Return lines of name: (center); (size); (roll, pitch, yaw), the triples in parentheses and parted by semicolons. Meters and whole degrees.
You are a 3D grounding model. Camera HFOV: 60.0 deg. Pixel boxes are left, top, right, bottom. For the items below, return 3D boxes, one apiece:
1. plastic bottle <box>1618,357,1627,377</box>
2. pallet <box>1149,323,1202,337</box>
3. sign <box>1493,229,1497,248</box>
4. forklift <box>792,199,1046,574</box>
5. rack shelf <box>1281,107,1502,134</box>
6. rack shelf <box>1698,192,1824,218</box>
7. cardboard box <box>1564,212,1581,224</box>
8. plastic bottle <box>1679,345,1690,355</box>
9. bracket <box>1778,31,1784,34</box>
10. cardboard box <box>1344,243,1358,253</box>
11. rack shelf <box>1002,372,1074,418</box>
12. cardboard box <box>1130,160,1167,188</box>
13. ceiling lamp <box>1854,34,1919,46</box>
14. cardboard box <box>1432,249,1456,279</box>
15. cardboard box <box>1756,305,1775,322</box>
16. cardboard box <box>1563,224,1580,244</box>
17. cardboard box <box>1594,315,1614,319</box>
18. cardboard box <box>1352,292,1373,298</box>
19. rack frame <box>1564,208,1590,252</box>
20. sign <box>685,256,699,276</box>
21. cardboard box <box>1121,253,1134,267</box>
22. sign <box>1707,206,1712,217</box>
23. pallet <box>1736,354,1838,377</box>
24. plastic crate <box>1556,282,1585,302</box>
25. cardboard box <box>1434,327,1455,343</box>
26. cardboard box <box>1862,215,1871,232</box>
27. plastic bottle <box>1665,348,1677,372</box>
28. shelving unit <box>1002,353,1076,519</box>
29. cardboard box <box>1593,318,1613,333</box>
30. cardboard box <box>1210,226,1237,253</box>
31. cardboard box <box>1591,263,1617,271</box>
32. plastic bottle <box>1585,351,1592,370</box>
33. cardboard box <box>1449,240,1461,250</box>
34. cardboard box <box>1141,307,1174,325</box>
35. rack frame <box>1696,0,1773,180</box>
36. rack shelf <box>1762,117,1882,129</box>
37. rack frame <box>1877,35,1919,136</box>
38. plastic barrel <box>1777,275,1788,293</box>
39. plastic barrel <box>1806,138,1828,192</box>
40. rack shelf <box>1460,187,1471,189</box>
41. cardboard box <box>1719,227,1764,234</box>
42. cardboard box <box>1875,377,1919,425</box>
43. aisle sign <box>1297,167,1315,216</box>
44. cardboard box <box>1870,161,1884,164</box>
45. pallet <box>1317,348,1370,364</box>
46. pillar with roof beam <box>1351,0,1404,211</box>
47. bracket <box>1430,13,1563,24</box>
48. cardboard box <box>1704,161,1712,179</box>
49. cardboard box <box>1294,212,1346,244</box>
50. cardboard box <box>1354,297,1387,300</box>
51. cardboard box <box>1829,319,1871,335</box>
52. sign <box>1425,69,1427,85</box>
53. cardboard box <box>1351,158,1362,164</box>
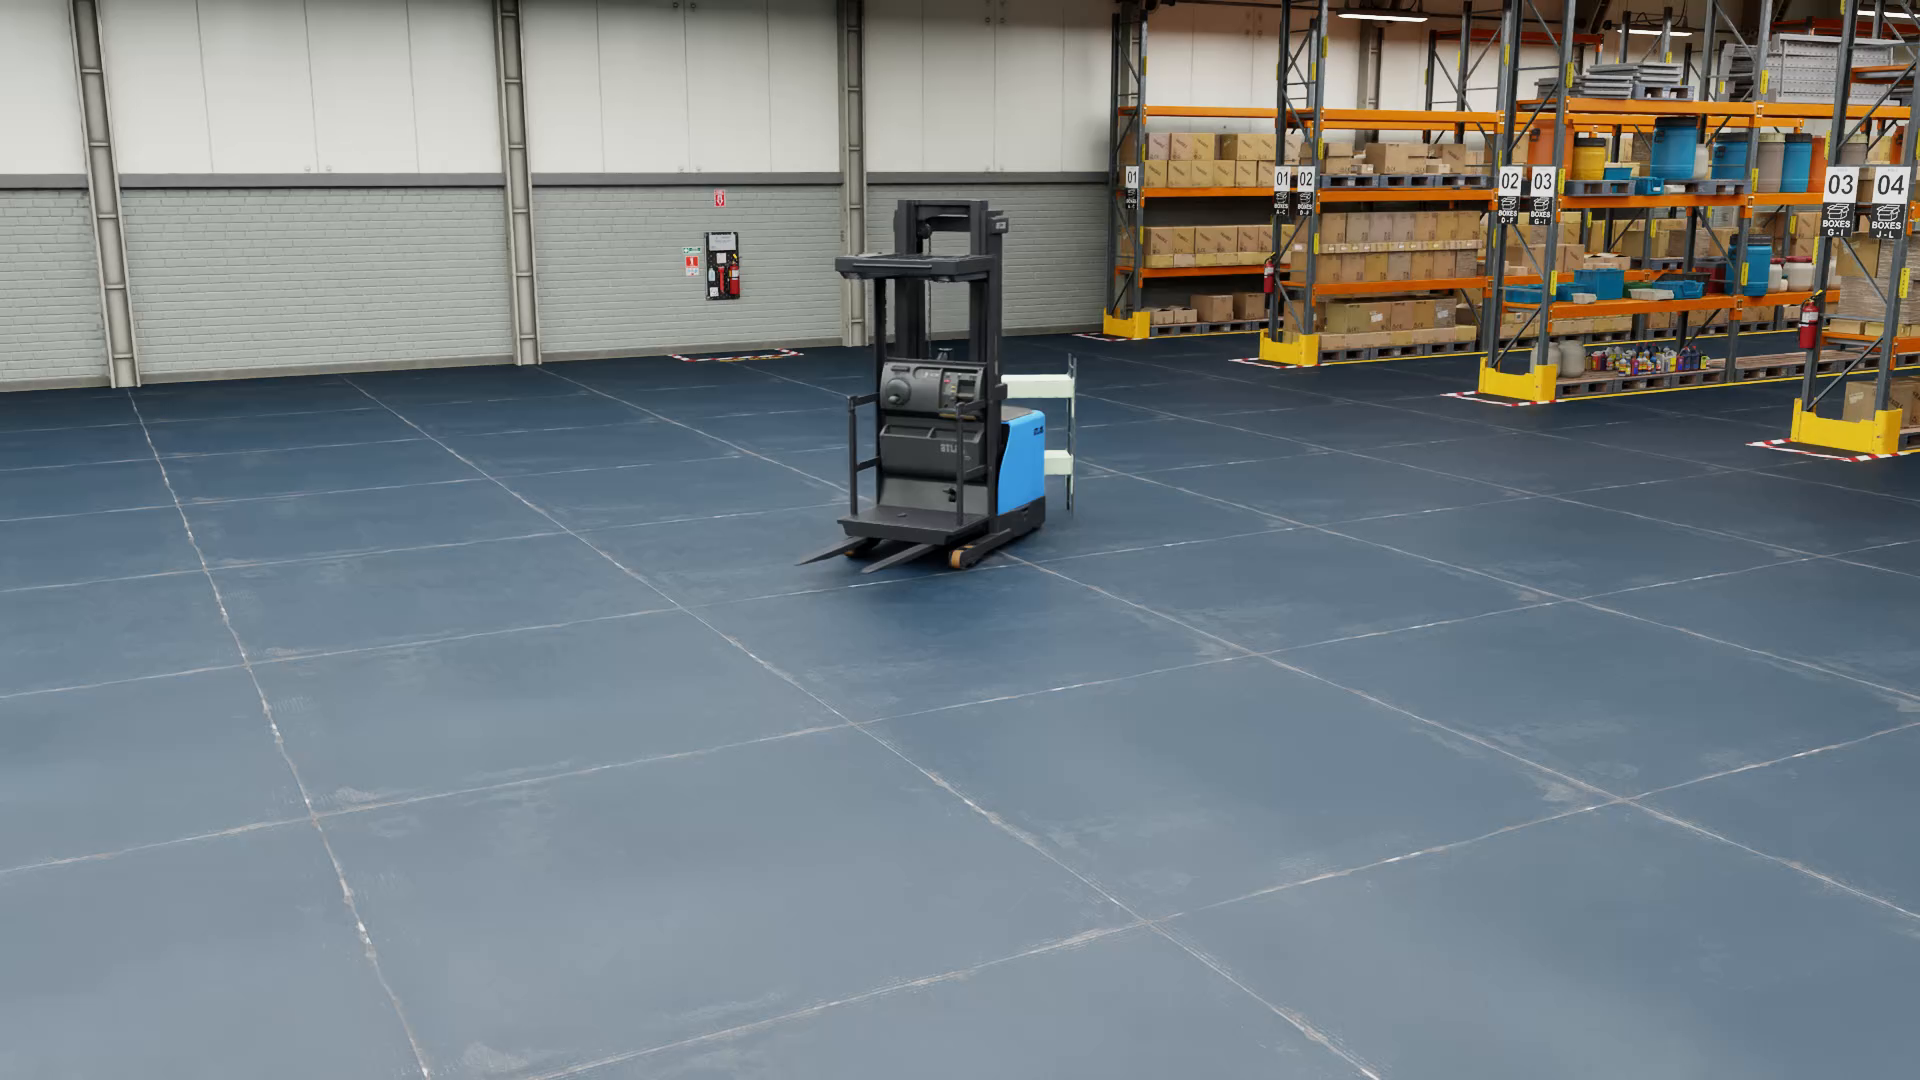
plastic bottle: (9.637, -2.519, 24.183); (0.097, 0.271, 0.097); (0, 13, 0)
pallet: (3.946, -4.140, 32.525); (1.213, 0.211, 1.003); (-7, 14, -28)
sign: (9.304, -5.235, 28.886); (0.005, 0.325, 0.100); (-7, 14, -28)
forklift: (-0.328, -1.296, 13.692); (1.130, 2.935, 3.031); (6, 14, 25)
rack shelf: (7.281, -7.051, 27.993); (4.000, 0.370, 1.077); (-7, 14, -28)
rack shelf: (13.162, -5.248, 25.905); (4.000, 0.370, 1.077); (-7, 14, -28)
cardboard box: (13.394, -7.148, 36.878); (0.500, 0.250, 0.500); (-6, 14, -26)
plastic bottle: (10.911, -2.752, 25.039); (0.185, 0.351, 0.144); (-7, 14, -28)
bracket: (19.683, -12.206, 40.152); (0.430, 0.232, 0.235); (-7, 14, -28)
cardboard box: (6.423, -4.879, 27.752); (0.250, 0.149, 0.380); (-7, 14, -28)
rack shelf: (0.672, -1.343, 15.383); (0.720, 0.370, 0.431); (-1, 13, -3)
cardboard box: (3.562, -6.923, 31.434); (0.500, 0.500, 0.500); (-6, 14, -26)
ceiling lamp: (20.759, -12.667, 37.106); (0.800, 3.185, 2.000); (-7, 14, -28)
cardboard box: (8.190, -4.825, 28.988); (0.500, 0.500, 0.700); (-7, 14, -28)
cardboard box: (15.763, -4.610, 32.954); (0.500, 0.500, 0.500); (-7, 14, -28)
cardboard box: (13.397, -6.783, 36.966); (0.500, 0.500, 0.500); (-7, 15, -29)
cardboard box: (11.753, -4.280, 30.824); (0.500, 0.311, 0.500); (-7, 14, -29)
cardboard box: (8.195, -5.021, 34.777); (0.500, 0.500, 0.700); (-7, 14, -27)
rack frame: (13.682, -6.676, 37.444); (0.127, 3.000, 1.000); (-7, 14, -28)
sign: (-4.640, -4.750, 28.801); (0.234, 0.329, 0.001); (-7, 14, -28)
cardboard box: (3.466, -5.437, 32.233); (0.500, 0.250, 0.500); (-7, 14, -27)
sign: (17.441, -7.672, 38.689); (0.005, 0.325, 0.100); (-7, 14, -28)
pallet: (13.150, -2.785, 26.501); (1.213, 0.211, 1.003); (-7, 14, -28)
plastic crate: (8.765, -3.610, 24.156); (0.408, 0.251, 0.499); (-7, 14, -28)
cardboard box: (8.291, -3.602, 29.090); (0.500, 0.250, 0.500); (-7, 14, -28)
cardboard box: (18.415, -6.471, 34.026); (0.500, 0.500, 0.500); (-6, 14, -26)
plastic bottle: (10.528, -2.670, 24.674); (0.185, 0.351, 0.144); (-7, 14, -28)
shelving unit: (0.672, -0.962, 15.469); (0.755, 1.500, 0.431); (-1, 13, -3)
cardboard box: (11.752, -4.008, 30.891); (0.500, 0.250, 0.500); (-7, 14, -29)
cardboard box: (5.054, -5.869, 32.442); (0.500, 0.500, 0.500); (-6, 14, -26)
cardboard box: (11.891, -5.031, 30.704); (0.250, 0.149, 0.380); (-7, 14, -28)
plastic bottle: (9.392, -2.688, 24.905); (0.133, 0.283, 0.061); (-6, 14, -26)
cardboard box: (8.454, -5.122, 28.833); (0.250, 0.149, 0.380); (-7, 15, -30)
cardboard box: (3.799, -4.372, 32.328); (0.500, 0.311, 0.500); (-9, 15, -34)
rack frame: (11.407, -6.852, 24.562); (0.127, 3.000, 1.000); (-7, 14, -28)
rack shelf: (17.814, -8.507, 33.559); (4.000, 0.370, 1.077); (-7, 14, -28)
rack frame: (19.570, -9.070, 34.415); (0.127, 3.000, 1.000); (-7, 14, -28)
plastic barrel: (12.642, -3.968, 25.723); (0.301, 0.262, 0.301); (0, 13, 0)
plastic barrel: (13.519, -5.906, 26.210); (0.708, 0.830, 0.600); (-7, 14, -28)
rack shelf: (11.926, -7.578, 36.258); (4.000, 0.370, 1.077); (-7, 14, -28)
cardboard box: (15.536, -5.969, 33.117); (0.700, 0.500, 0.500); (11, 17, 41)
cardboard box: (11.333, -1.668, 19.924); (0.500, 0.500, 0.500); (-3, 13, -13)
aisle sign: (5.615, -5.662, 27.016); (0.004, 0.787, 0.394); (-7, 14, -28)
cardboard box: (18.361, -7.569, 33.783); (0.500, 0.250, 0.500); (-7, 14, -28)
pallet: (6.177, -3.188, 28.294); (1.213, 0.211, 1.003); (-7, 14, -28)
pillar with roof beam: (10.678, -8.383, 31.362); (0.548, 9.000, 9.100); (-7, 14, -28)
bracket: (11.411, -11.215, 35.747); (4.783, 0.066, 0.076); (-7, 14, -28)
cardboard box: (13.819, -6.974, 31.708); (0.500, 0.500, 0.910); (-7, 14, -28)
cardboard box: (5.988, -5.194, 27.673); (0.500, 0.500, 0.700); (-7, 14, -28)
cardboard box: (7.164, -3.963, 28.986); (0.500, 0.500, 0.500); (-7, 14, -28)
cardboard box: (10.420, -2.497, 19.447); (0.250, 0.149, 0.380); (-7, 14, -28)
sign: (9.902, -9.822, 35.269); (0.005, 0.325, 0.100); (-7, 14, -28)
cardboard box: (6.410, -6.295, 27.984); (0.500, 0.250, 0.500); (-7, 14, -28)
